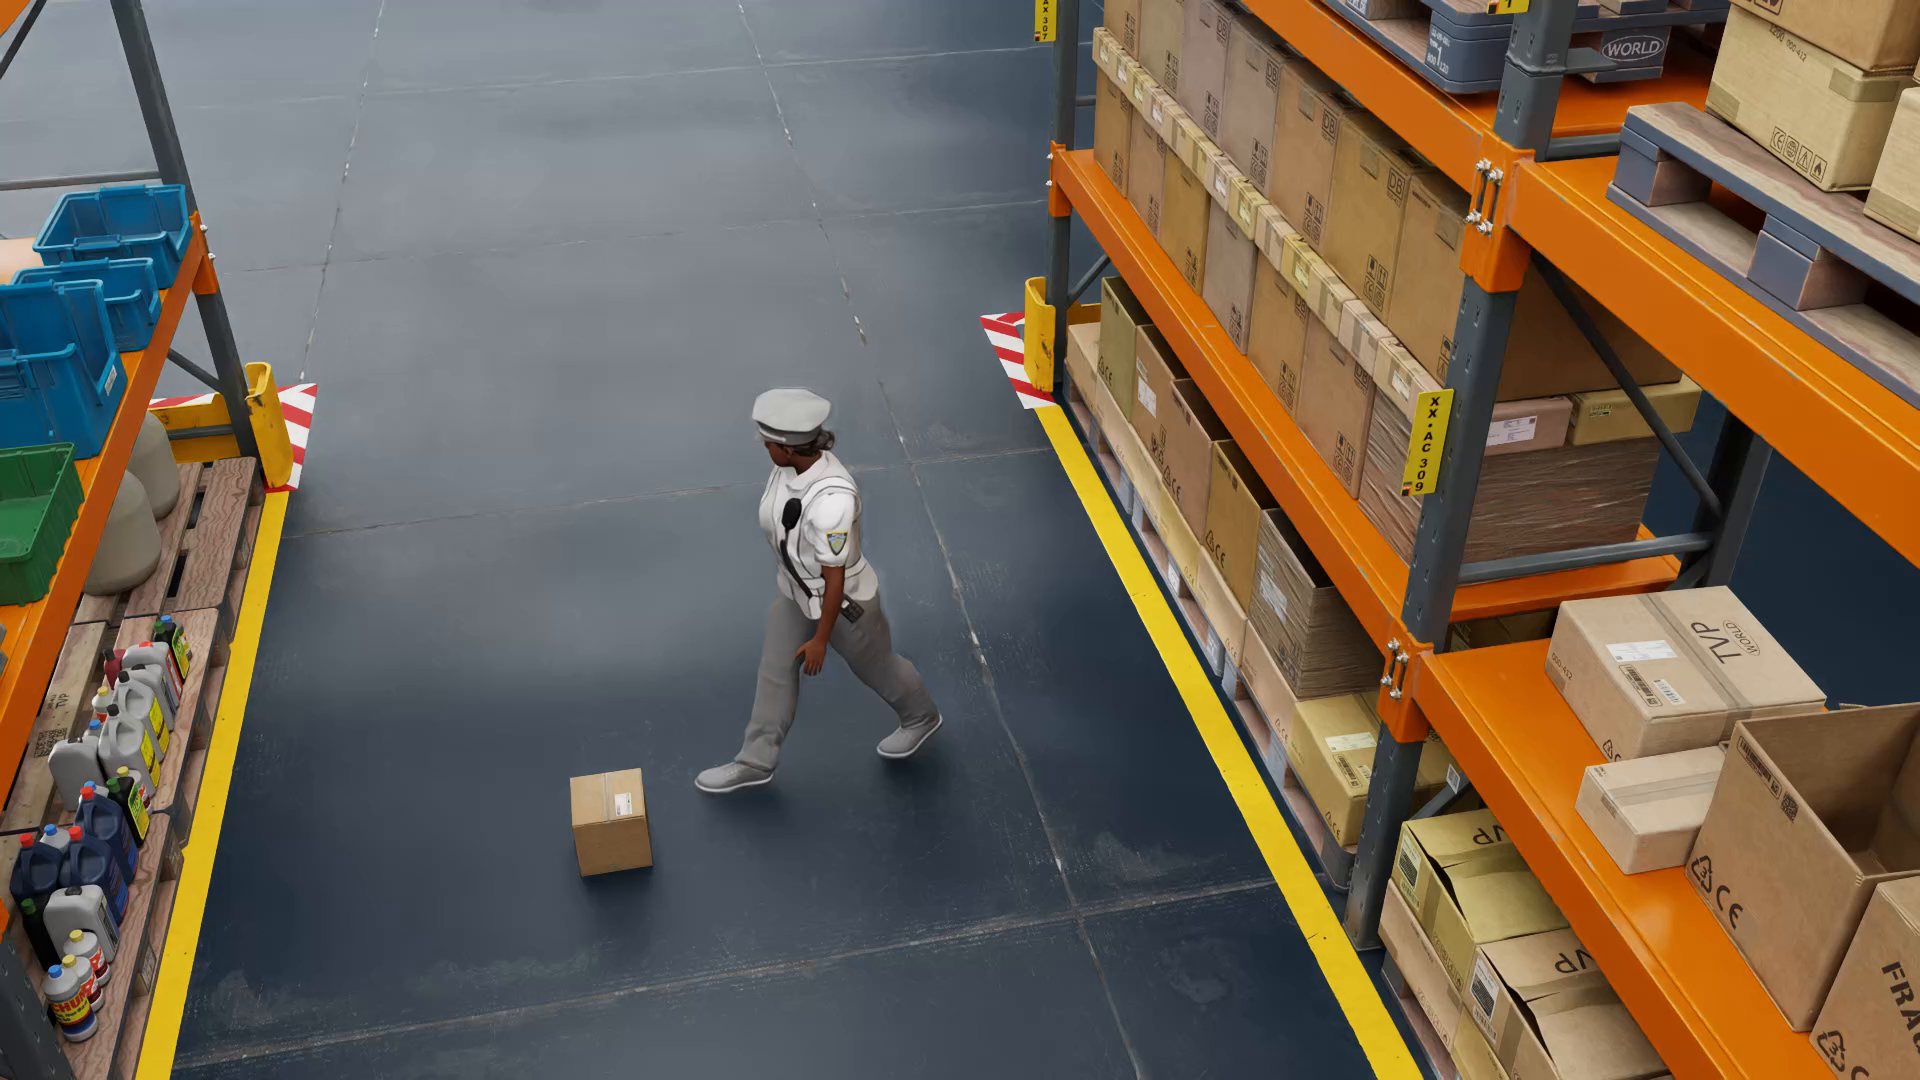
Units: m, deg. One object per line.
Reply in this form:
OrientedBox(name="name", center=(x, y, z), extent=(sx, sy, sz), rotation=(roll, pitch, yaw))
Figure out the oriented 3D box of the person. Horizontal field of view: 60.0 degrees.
OrientedBox(name="person", center=(-0.503, 0.202, 5.835), extent=(0.962, 1.605, 0.457), rotation=(-21, 40, -28))
